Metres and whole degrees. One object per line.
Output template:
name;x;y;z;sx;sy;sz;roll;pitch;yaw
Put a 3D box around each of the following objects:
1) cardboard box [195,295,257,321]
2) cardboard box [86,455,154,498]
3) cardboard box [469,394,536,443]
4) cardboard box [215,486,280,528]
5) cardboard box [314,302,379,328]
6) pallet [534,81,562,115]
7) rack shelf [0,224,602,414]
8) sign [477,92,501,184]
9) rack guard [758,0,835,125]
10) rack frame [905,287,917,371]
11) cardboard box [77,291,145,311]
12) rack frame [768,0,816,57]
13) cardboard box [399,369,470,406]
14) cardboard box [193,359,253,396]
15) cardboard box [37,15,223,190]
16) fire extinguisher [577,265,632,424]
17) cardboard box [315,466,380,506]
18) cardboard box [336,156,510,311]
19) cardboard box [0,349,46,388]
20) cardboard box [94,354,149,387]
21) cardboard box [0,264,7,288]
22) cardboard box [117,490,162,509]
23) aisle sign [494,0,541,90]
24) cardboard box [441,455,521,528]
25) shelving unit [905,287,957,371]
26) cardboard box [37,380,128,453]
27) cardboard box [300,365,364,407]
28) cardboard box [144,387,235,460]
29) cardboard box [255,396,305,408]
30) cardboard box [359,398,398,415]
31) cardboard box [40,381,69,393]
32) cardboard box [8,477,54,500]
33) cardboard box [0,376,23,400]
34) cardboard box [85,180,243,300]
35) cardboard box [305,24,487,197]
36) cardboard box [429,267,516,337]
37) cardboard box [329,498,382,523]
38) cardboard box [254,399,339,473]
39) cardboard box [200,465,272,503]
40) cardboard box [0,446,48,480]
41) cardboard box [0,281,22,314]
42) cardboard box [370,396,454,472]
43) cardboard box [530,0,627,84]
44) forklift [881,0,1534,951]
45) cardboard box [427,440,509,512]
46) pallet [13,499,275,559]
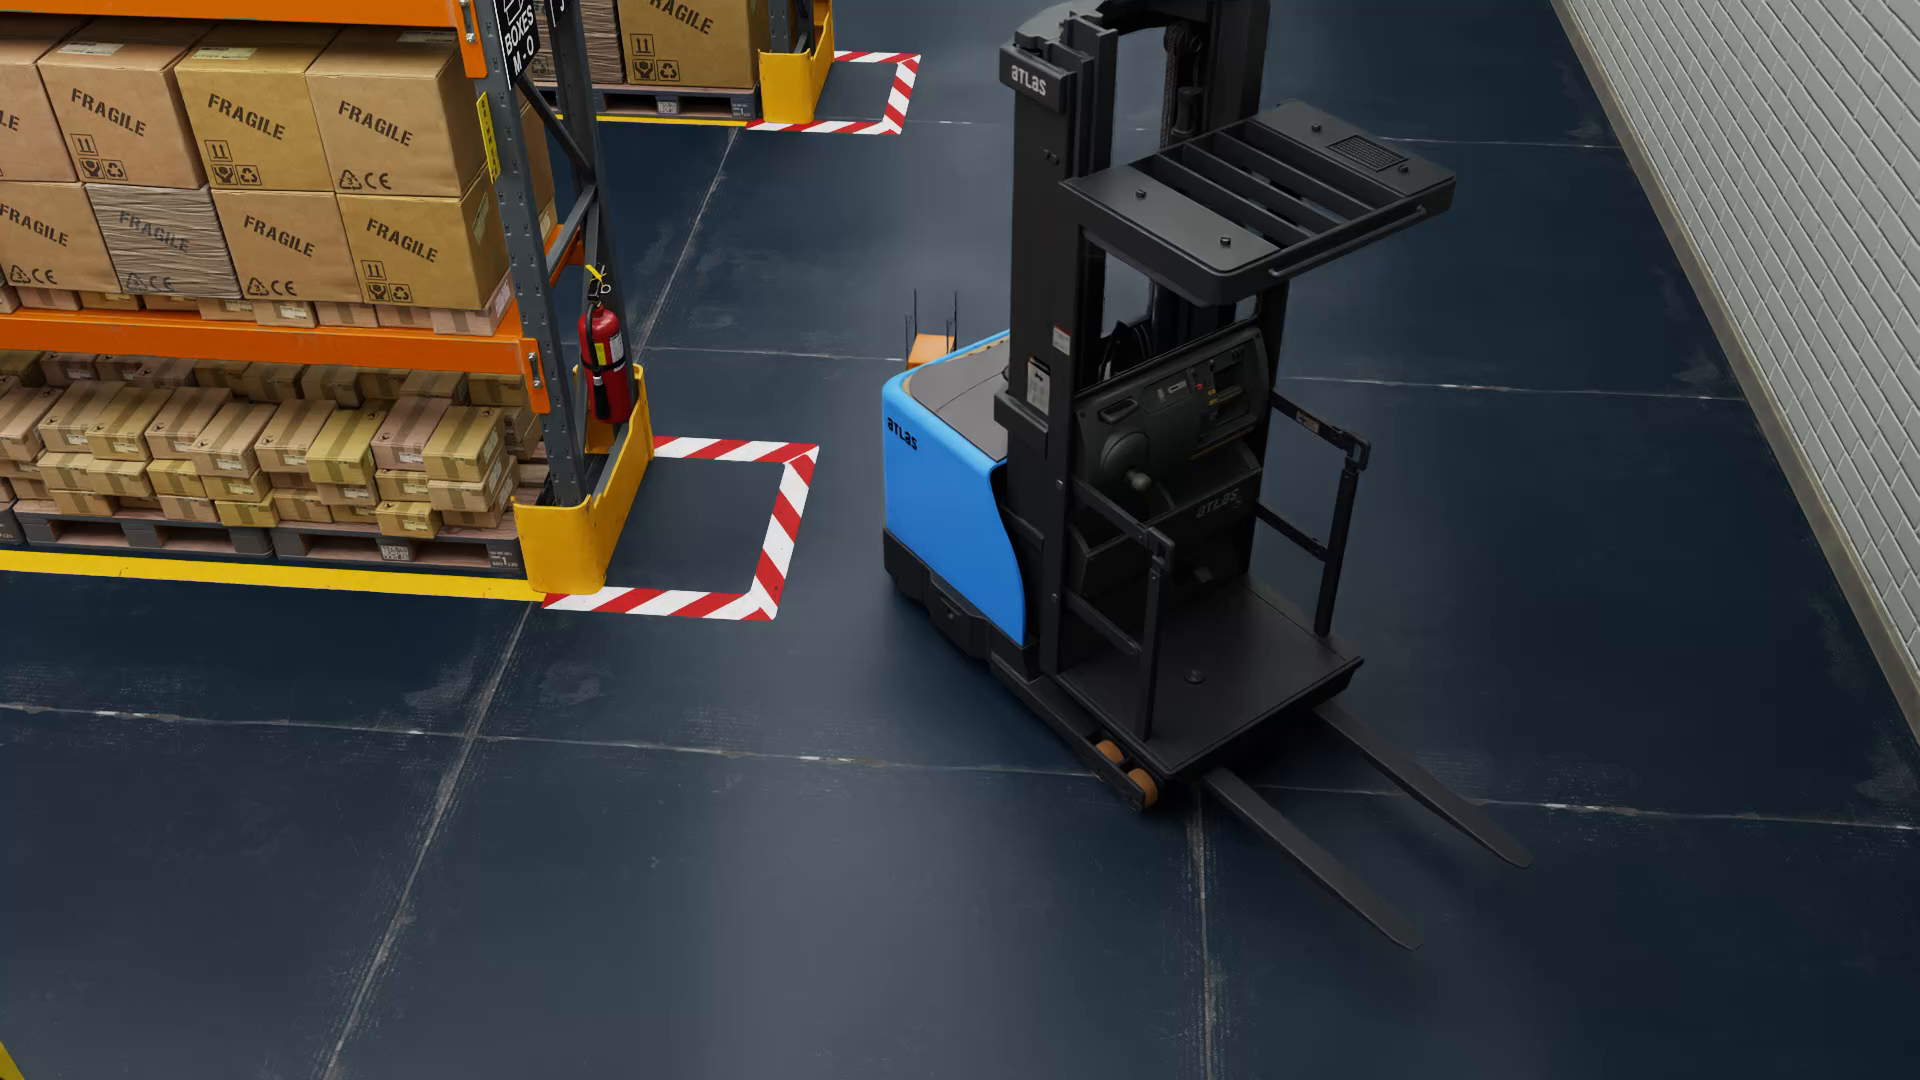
cardboard box;-3.056;-1.096;7.090;0.250;0.149;0.380;2;39;2
cardboard box;-3.811;-0.372;7.692;0.250;0.149;0.380;4;39;4
cardboard box;-2.194;-0.642;8.024;0.250;0.149;0.380;5;39;6
cardboard box;-3.264;-0.233;7.757;0.250;0.149;0.380;1;39;2
cardboard box;-2.540;-1.064;7.050;0.250;0.149;0.380;3;39;3
pallet;-3.182;-3.375;11.899;1.213;0.211;1.003;3;39;4
rack shelf;-3.687;-1.110;7.478;4.000;0.370;1.077;3;39;4
sign;-1.762;-1.504;6.224;0.005;0.325;0.100;3;39;4
rack guard;-1.142;-3.423;11.730;0.348;0.500;1.175;3;39;4
rack frame;-0.217;-0.584;7.687;0.006;1.200;0.240;6;39;7
cardboard box;-3.585;-1.152;7.159;0.250;0.149;0.380;4;39;5
rack frame;-1.166;-4.394;10.942;0.127;3.000;1.000;3;39;4
cardboard box;-2.472;-0.749;7.919;0.250;0.149;0.380;4;39;5
cardboard box;-3.500;-0.869;8.067;0.250;0.149;0.380;4;39;5
cardboard box;-3.196;-1.741;6.576;0.500;0.500;0.500;5;39;6
fire extinguisher;-1.484;-0.801;6.885;0.183;0.674;0.296;3;39;4
cardboard box;-2.763;-0.329;7.638;0.250;0.149;0.380;2;39;2
cardboard box;-2.165;-1.297;6.823;0.500;0.500;0.500;4;39;5
cardboard box;-4.544;-0.869;8.066;0.250;0.149;0.380;4;39;5
cardboard box;-3.997;-0.905;8.111;0.250;0.149;0.380;2;39;2
cardboard box;-4.216;-1.394;6.942;0.500;0.500;0.500;2;39;3
cardboard box;-3.780;-0.322;7.865;0.250;0.149;0.380;4;39;5
aisle sign;-1.648;-2.095;6.059;0.004;0.787;0.394;3;39;4
cardboard box;-2.237;-0.235;7.758;0.250;0.149;0.380;4;39;5
shelving unit;-0.127;-0.574;7.675;0.189;1.200;0.258;6;39;7
cardboard box;-4.042;-0.574;7.703;0.250;0.149;0.380;2;39;2
cardboard box;-2.967;-0.805;7.988;0.250;0.149;0.380;1;39;2
cardboard box;-3.536;-0.539;7.661;0.250;0.149;0.380;2;39;2
cardboard box;-3.233;-0.688;8.079;0.250;0.149;0.380;1;39;2
cardboard box;-2.714;-0.651;8.034;0.250;0.149;0.380;4;39;4
cardboard box;-4.302;-0.766;8.175;0.250;0.149;0.380;4;39;5
cardboard box;-4.299;-0.363;7.916;0.250;0.149;0.380;2;39;2
cardboard box;-4.567;-0.602;7.738;0.250;0.149;0.380;2;39;3
cardboard box;-3.183;-1.350;6.888;0.500;0.500;0.500;3;39;4
cardboard box;-2.172;-1.690;6.514;0.500;0.500;0.500;2;39;3
cardboard box;-2.044;-1.022;7.000;0.250;0.149;0.380;3;39;4
cardboard box;-2.758;-0.254;7.781;0.250;0.149;0.380;3;39;4
cardboard box;-3.011;-0.475;7.583;0.250;0.149;0.380;2;39;2
cardboard box;-3.280;-0.349;7.663;0.250;0.149;0.380;4;39;5
cardboard box;-4.300;-0.455;7.794;0.250;0.149;0.380;5;39;6
cardboard box;-4.110;-1.138;7.141;0.250;0.149;0.380;5;39;6
cardboard box;-2.489;-0.487;7.597;0.250;0.149;0.380;4;39;5
cardboard box;-2.717;-3.767;11.522;0.875;0.875;0.875;3;39;4
forklift;0.937;-0.419;6.113;1.130;2.935;3.031;-25;46;-28
cardboard box;-2.245;-0.302;7.605;0.250;0.149;0.380;2;39;3
pallet;-3.789;-0.337;8.168;1.213;0.211;1.003;3;39;4
